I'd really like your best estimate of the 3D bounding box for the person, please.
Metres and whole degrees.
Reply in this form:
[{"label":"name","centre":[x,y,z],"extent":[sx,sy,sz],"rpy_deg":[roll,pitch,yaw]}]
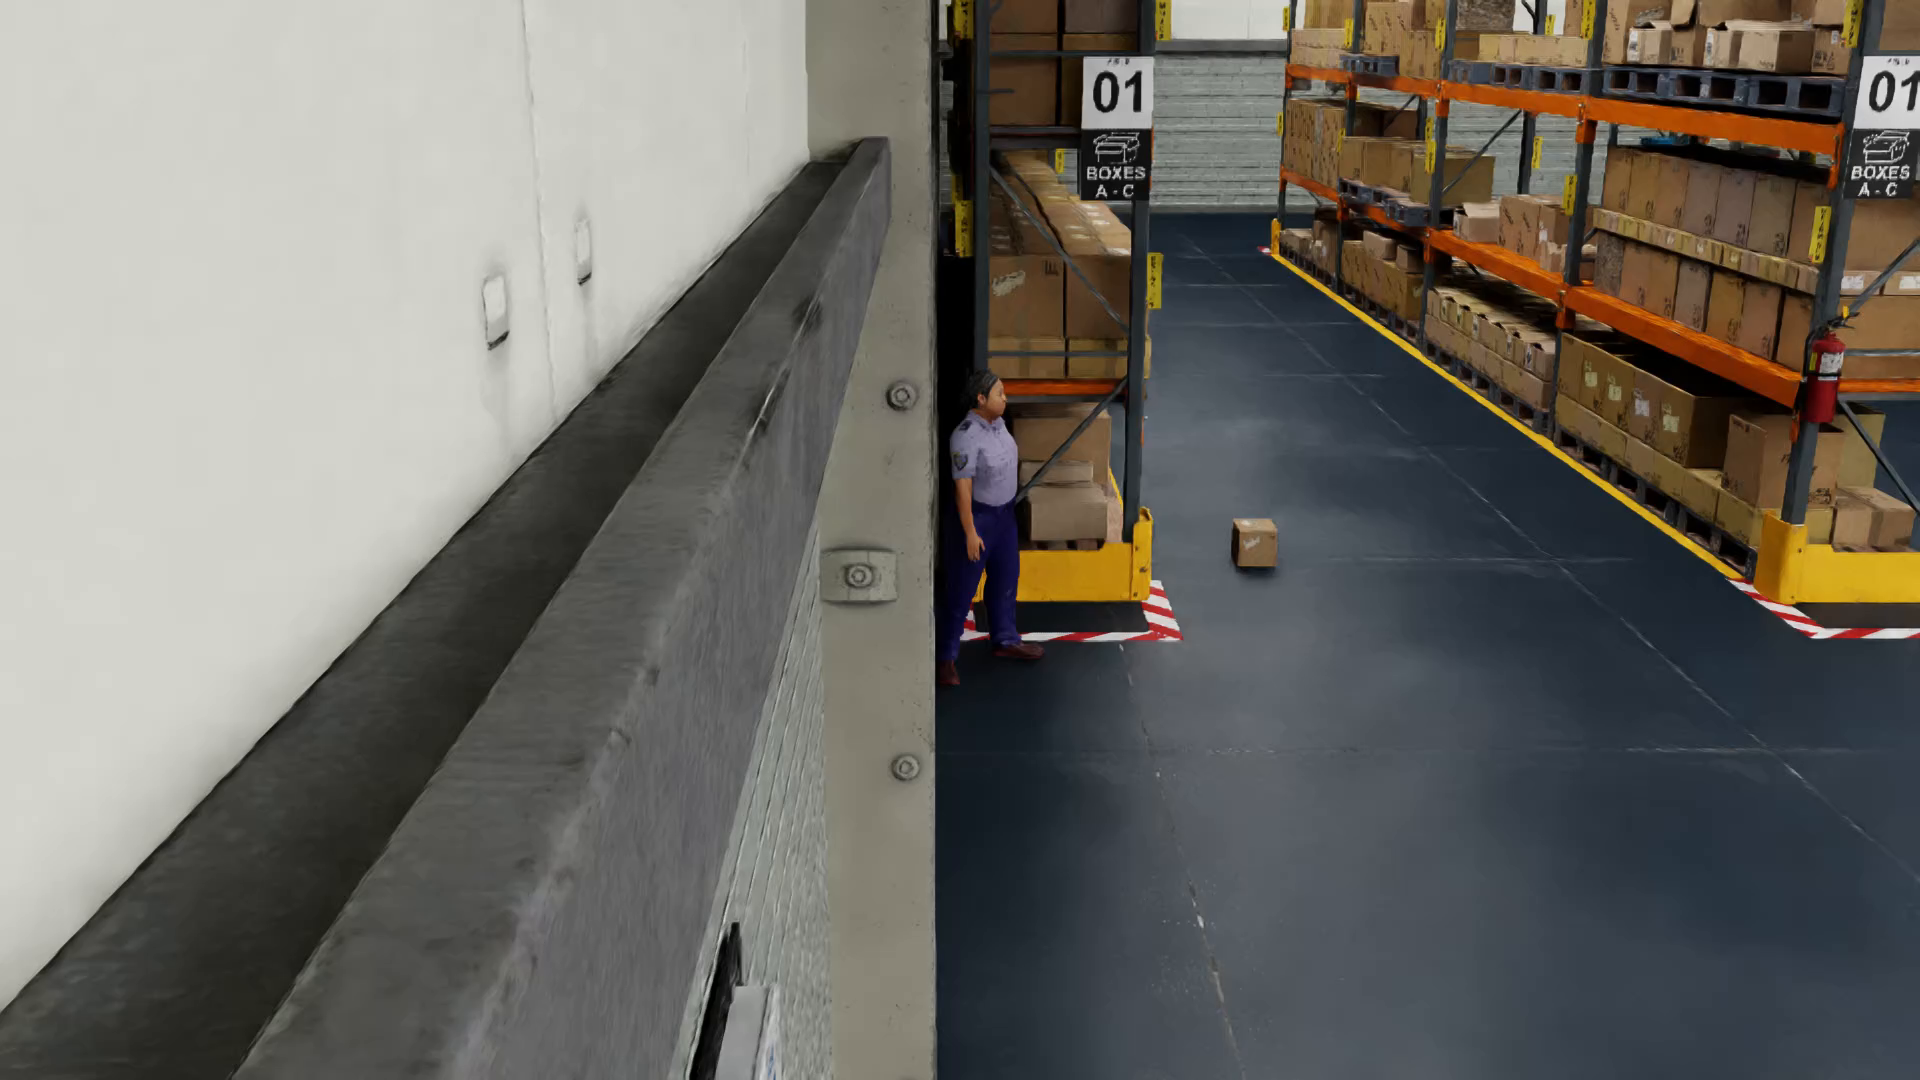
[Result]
[{"label":"person","centre":[0.127,-0.092,8.801],"extent":[0.454,1.647,0.672],"rpy_deg":[10,20,28]}]
